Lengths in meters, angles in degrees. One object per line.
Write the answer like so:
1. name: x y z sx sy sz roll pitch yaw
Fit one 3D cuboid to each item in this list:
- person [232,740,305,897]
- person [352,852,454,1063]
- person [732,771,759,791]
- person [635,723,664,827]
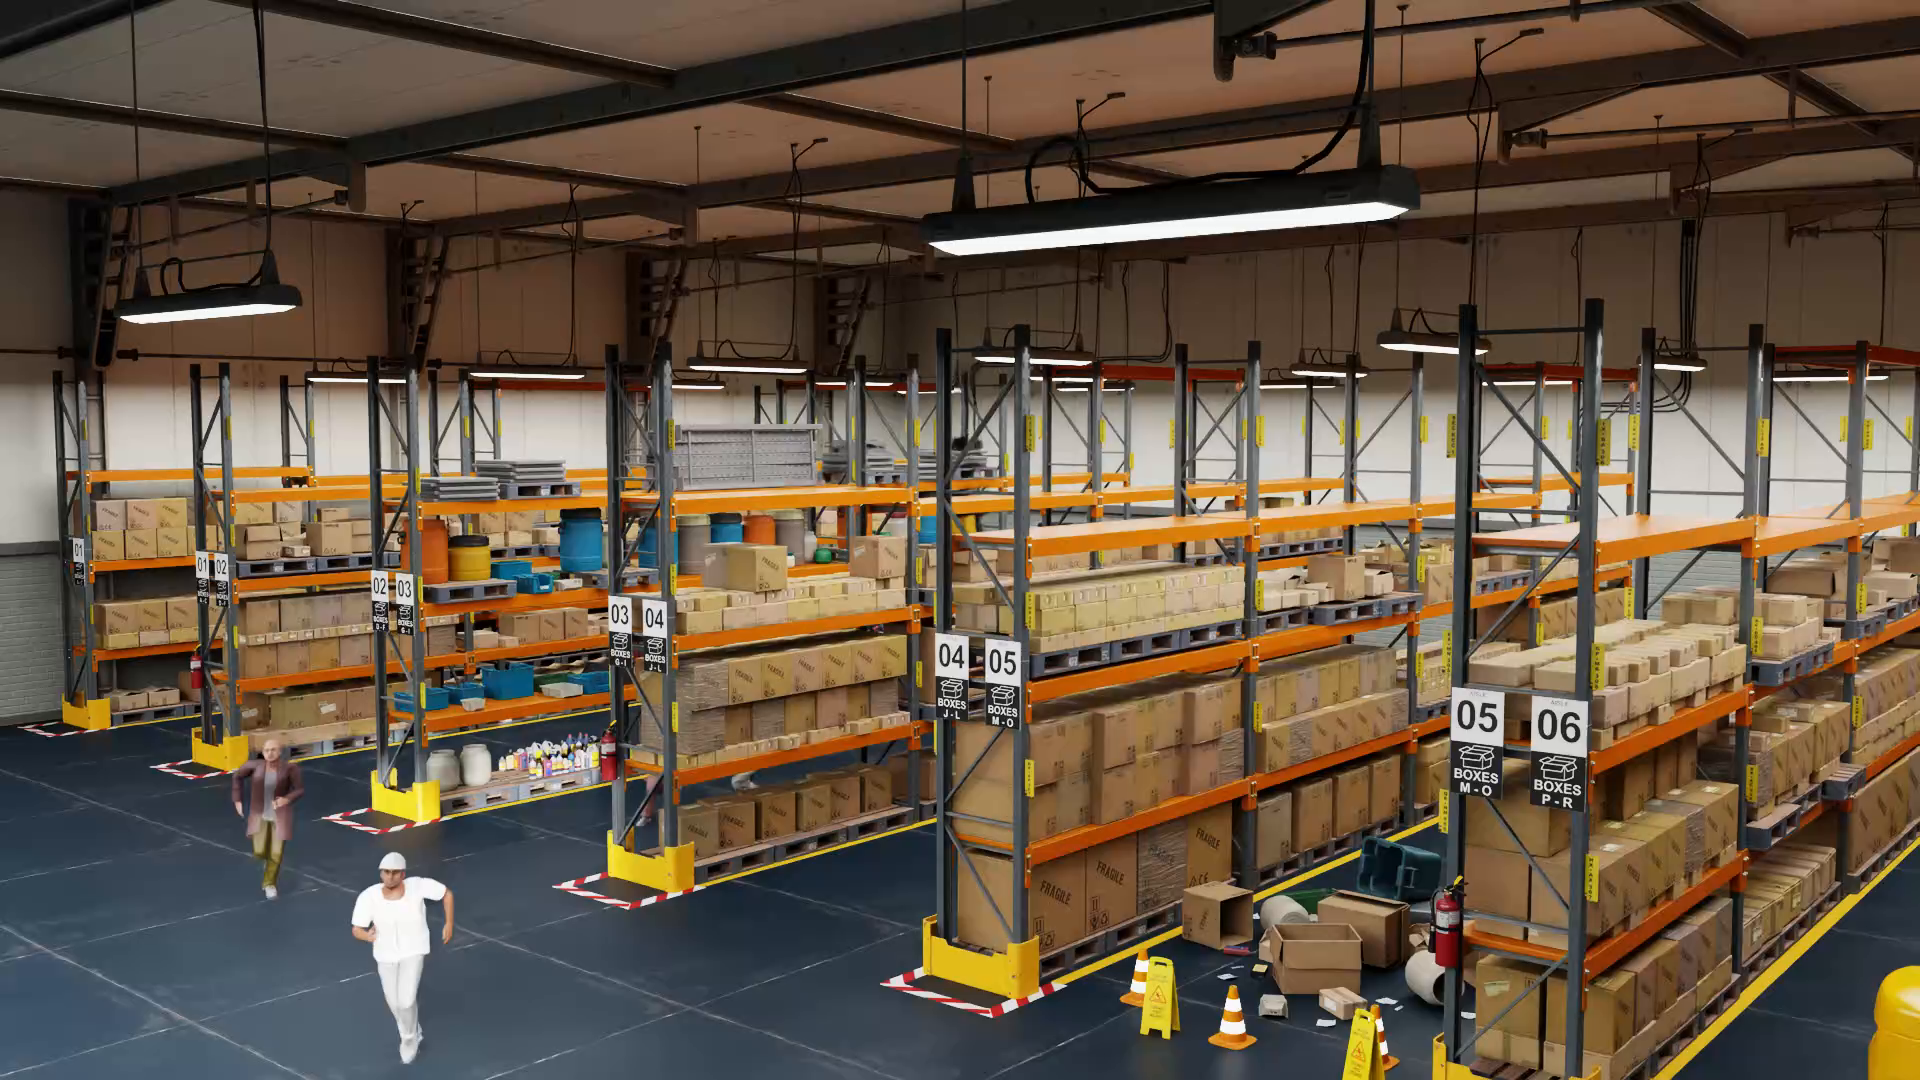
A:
1. person: -7.465 3.013 17.938 0.757 1.728 0.689 -1 4 -17
2. person: -4.453 3.321 13.275 0.738 1.717 0.782 -1 4 -8
3. person: -2.789 2.817 21.384 0.689 1.608 0.833 4 6 45
4. person: -3.879 2.804 21.455 0.604 1.657 0.869 2 4 22
